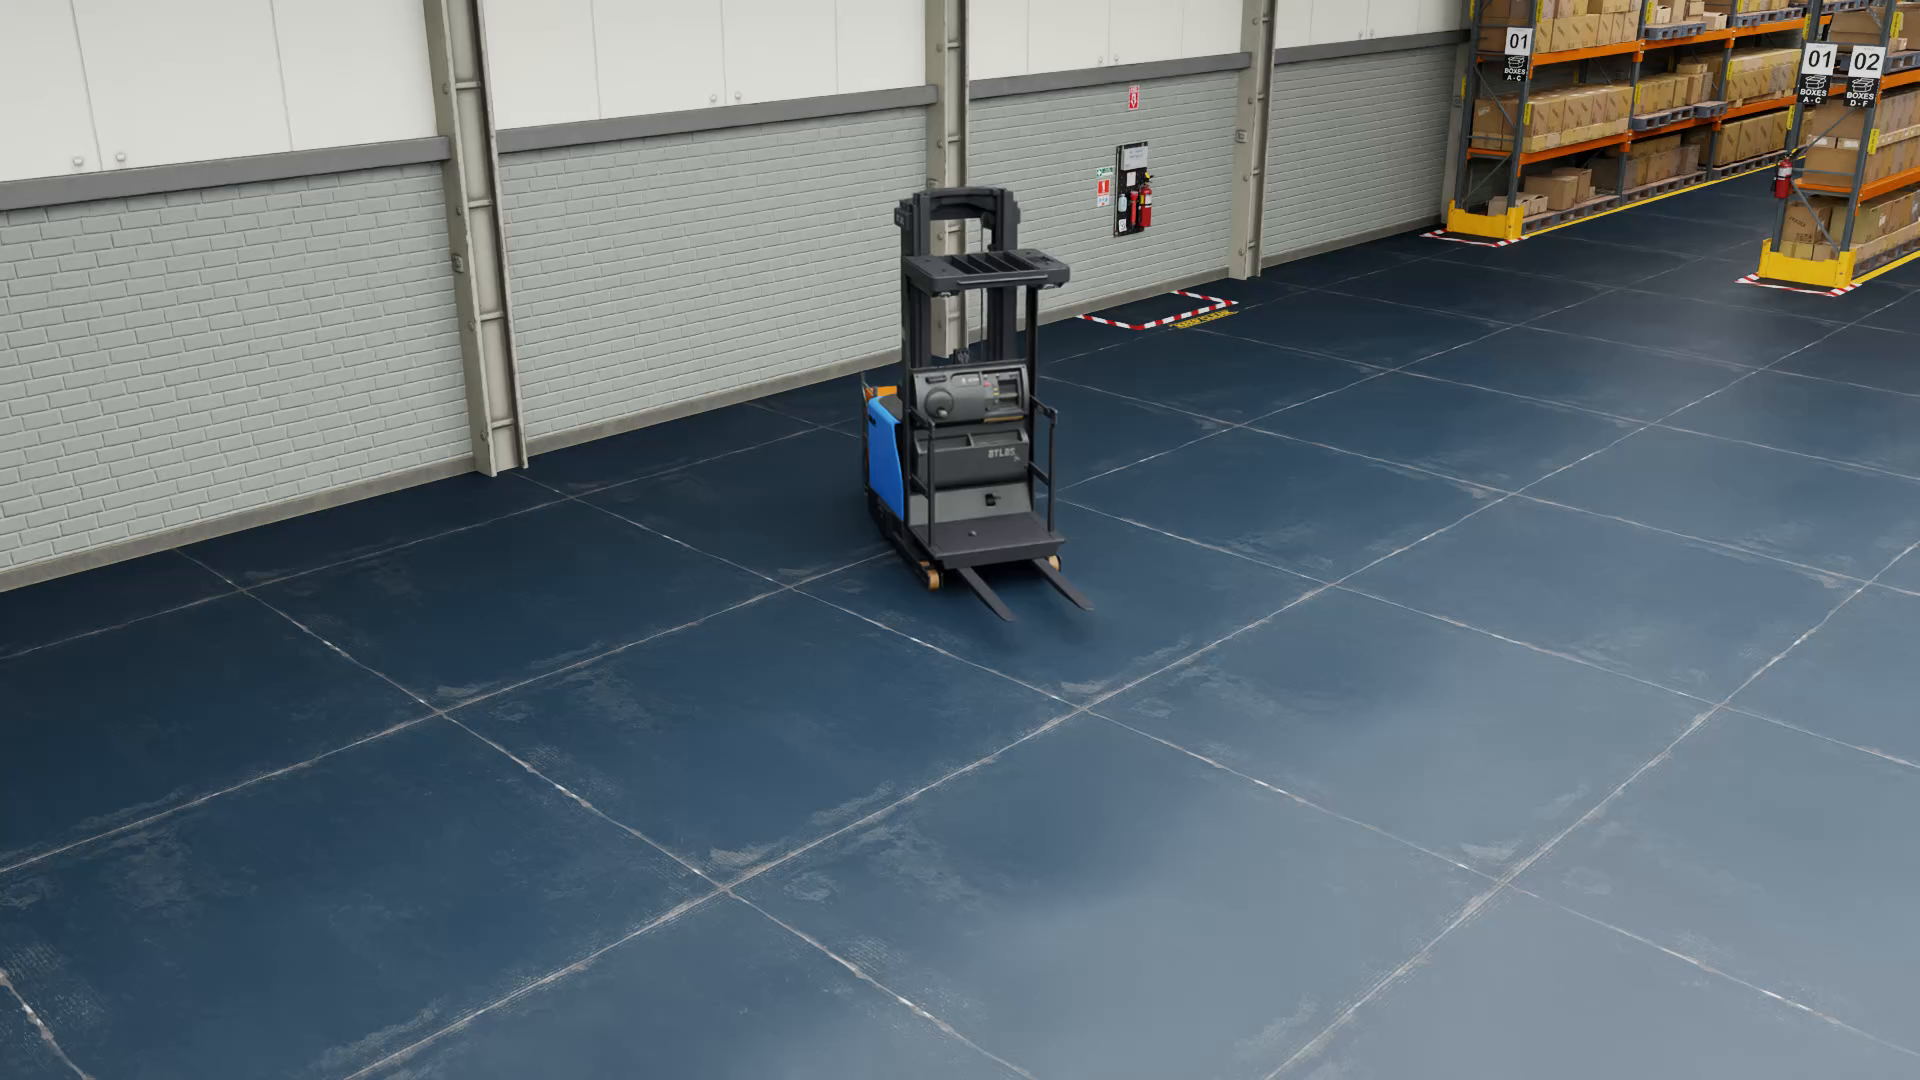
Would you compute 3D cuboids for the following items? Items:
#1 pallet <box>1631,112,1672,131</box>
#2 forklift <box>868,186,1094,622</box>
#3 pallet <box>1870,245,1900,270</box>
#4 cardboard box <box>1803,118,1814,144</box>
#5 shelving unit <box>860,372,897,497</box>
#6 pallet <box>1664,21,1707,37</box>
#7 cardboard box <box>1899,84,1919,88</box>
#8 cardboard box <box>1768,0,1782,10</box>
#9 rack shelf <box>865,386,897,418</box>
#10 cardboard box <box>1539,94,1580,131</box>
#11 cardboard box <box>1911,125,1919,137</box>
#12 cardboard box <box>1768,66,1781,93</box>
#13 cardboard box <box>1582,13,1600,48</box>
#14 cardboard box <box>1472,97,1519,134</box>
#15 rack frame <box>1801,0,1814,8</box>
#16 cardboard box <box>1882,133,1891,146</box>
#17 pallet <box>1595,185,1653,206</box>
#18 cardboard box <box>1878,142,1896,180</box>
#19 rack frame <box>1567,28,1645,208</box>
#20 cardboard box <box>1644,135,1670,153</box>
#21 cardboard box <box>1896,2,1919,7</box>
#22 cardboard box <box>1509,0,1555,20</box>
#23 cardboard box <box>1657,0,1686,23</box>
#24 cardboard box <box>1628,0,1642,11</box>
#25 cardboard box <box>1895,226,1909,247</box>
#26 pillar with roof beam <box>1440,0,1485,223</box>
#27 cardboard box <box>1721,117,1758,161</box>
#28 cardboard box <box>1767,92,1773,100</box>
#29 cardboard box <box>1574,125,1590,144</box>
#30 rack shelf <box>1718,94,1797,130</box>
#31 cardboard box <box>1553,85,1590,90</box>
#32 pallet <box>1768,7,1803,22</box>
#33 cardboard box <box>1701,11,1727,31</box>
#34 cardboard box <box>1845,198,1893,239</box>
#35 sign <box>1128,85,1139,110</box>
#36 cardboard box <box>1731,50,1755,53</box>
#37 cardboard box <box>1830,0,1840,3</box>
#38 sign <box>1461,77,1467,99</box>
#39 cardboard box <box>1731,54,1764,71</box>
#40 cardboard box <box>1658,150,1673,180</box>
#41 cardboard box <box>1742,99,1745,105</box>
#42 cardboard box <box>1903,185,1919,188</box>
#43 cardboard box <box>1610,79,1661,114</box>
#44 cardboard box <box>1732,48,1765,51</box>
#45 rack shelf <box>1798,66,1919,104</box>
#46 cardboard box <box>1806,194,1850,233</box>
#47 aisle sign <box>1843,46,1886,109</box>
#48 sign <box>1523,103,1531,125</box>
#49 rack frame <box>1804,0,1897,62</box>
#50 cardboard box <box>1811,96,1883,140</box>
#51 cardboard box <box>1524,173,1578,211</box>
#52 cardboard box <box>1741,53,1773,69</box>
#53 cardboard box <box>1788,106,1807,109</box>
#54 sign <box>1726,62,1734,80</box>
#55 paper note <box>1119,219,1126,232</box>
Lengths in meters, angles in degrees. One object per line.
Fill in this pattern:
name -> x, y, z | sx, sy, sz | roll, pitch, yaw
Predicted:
pallet -> 11.788, -7.406, 29.291 | 1.003, 0.211, 1.213 | 19, 28, 41
forklift -> 0.162, -1.136, 12.808 | 1.130, 2.935, 3.031 | -7, 22, -18
pallet -> 13.267, -4.286, 24.793 | 1.003, 0.211, 1.213 | 19, 28, 41
cardboard box -> 17.680, -8.716, 35.331 | 0.700, 0.500, 0.500 | 19, 28, 40
shelving unit -> -0.306, -0.920, 14.763 | 1.048, 1.125, 0.538 | -6, 22, -16
pallet -> 12.379, -9.047, 29.375 | 1.213, 0.211, 1.003 | 19, 28, 41
cardboard box -> 14.046, -6.503, 24.727 | 0.700, 0.500, 0.500 | 19, 28, 41
cardboard box -> 15.697, -10.686, 32.624 | 0.700, 0.500, 0.500 | 19, 28, 40
rack shelf -> -0.306, -1.193, 14.658 | 1.000, 0.278, 0.538 | -6, 22, -16
cardboard box -> 9.626, -6.900, 26.843 | 0.500, 0.500, 0.500 | 18, 27, 39
cardboard box -> 13.780, -5.997, 24.314 | 0.250, 0.149, 0.380 | -19, 28, -41
cardboard box -> 15.885, -9.144, 32.965 | 0.500, 0.500, 0.500 | 19, 28, 41
cardboard box -> 9.891, -8.194, 26.725 | 0.500, 0.500, 0.500 | -18, 27, -39
cardboard box -> 8.537, -6.771, 26.508 | 0.500, 0.500, 0.500 | 19, 28, 40
rack frame -> 16.732, -12.192, 33.115 | 1.000, 3.000, 0.127 | 19, 28, 41
cardboard box -> 12.875, -5.662, 23.442 | 0.380, 0.149, 0.250 | 19, 28, 40
pallet -> 11.693, -6.234, 29.863 | 1.003, 0.211, 1.213 | 19, 28, 41
cardboard box -> 12.961, -5.494, 23.911 | 0.700, 0.500, 0.500 | 19, 28, 41
rack frame -> 11.151, -7.336, 28.841 | 1.000, 3.000, 0.127 | 19, 28, 41
cardboard box -> 12.679, -7.290, 30.548 | 0.500, 0.250, 0.500 | 19, 28, 40
cardboard box -> 14.163, -7.741, 24.796 | 0.500, 0.500, 0.500 | -17, 27, -38
cardboard box -> 8.803, -8.268, 25.526 | 0.500, 0.500, 0.500 | 17, 27, 37
cardboard box -> 12.450, -9.416, 29.348 | 0.500, 0.500, 0.500 | 18, 27, 39
cardboard box -> 10.996, -9.062, 27.590 | 0.500, 0.500, 0.500 | 16, 26, 36
cardboard box -> 13.842, -4.577, 24.911 | 0.500, 0.250, 0.500 | 19, 28, 41
pillar with roof beam -> 11.314, -8.427, 23.317 | 9.100, 9.000, 0.400 | 19, 28, 41
cardboard box -> 15.164, -7.936, 32.814 | 0.750, 0.750, 0.750 | 19, 28, 40
cardboard box -> 15.967, -8.871, 33.159 | 0.380, 0.149, 0.250 | 19, 28, 41
cardboard box -> 9.994, -6.689, 27.338 | 0.500, 0.250, 0.500 | 20, 28, 41
rack shelf -> 15.337, -8.542, 32.982 | 1.077, 0.370, 4.000 | 19, 28, 41
cardboard box -> 10.310, -7.424, 28.208 | 0.500, 0.500, 0.500 | 19, 28, 40
pallet -> 16.128, -10.455, 33.042 | 0.805, 0.209, 1.217 | 18, 27, 39
cardboard box -> 13.633, -9.479, 30.333 | 0.500, 0.311, 0.500 | 19, 28, 41
cardboard box -> 13.133, -4.674, 24.118 | 0.500, 0.500, 0.500 | 19, 28, 41
sign -> 2.215, -5.641, 21.200 | 0.001, 0.298, 0.199 | 19, 28, 41
cardboard box -> 15.518, -9.618, 33.151 | 0.500, 0.250, 0.500 | 18, 27, 39
cardboard box -> 17.769, -11.204, 34.208 | 0.500, 0.250, 0.500 | 18, 28, 40
sign -> 7.977, -7.139, 26.276 | 0.100, 0.325, 0.005 | 19, 28, 41
cardboard box -> 15.163, -9.229, 32.139 | 0.500, 0.250, 0.500 | 20, 28, 41
cardboard box -> 12.708, -6.966, 30.750 | 0.700, 0.500, 0.500 | 19, 28, 40
cardboard box -> 15.027, -8.557, 32.340 | 0.250, 0.149, 0.380 | -19, 28, -41
cardboard box -> 15.138, -5.582, 26.744 | 0.500, 0.311, 0.500 | -19, 28, -41
cardboard box -> 11.926, -7.852, 29.431 | 0.500, 0.500, 0.700 | -17, 27, -37
cardboard box -> 15.864, -9.748, 33.489 | 0.500, 0.250, 0.500 | 20, 28, 41
rack shelf -> 13.308, -6.647, 23.871 | 1.077, 0.370, 4.000 | 19, 28, 41
cardboard box -> 12.760, -4.804, 24.457 | 0.500, 0.500, 0.500 | 19, 28, 41
aisle sign -> 12.086, -6.188, 22.233 | 0.394, 0.787, 0.004 | 19, 28, 41
sign -> 8.750, -6.576, 25.657 | 0.100, 0.325, 0.005 | 19, 28, 41
rack frame -> 11.912, -7.869, 21.866 | 1.000, 3.000, 0.127 | 19, 28, 41
cardboard box -> 12.284, -5.851, 23.031 | 0.700, 0.500, 0.500 | 19, 28, 41
cardboard box -> 9.853, -5.824, 27.779 | 0.700, 0.500, 0.500 | 17, 27, 37
cardboard box -> 15.515, -9.362, 32.484 | 0.500, 0.250, 0.500 | 19, 28, 40
cardboard box -> 17.989, -9.238, 35.785 | 0.380, 0.149, 0.250 | 19, 28, 40
sign -> 14.337, -8.734, 30.975 | 0.100, 0.325, 0.005 | 19, 28, 41
paper note -> 2.119, -4.096, 21.641 | 0.016, 0.148, 0.142 | 19, 28, 41
